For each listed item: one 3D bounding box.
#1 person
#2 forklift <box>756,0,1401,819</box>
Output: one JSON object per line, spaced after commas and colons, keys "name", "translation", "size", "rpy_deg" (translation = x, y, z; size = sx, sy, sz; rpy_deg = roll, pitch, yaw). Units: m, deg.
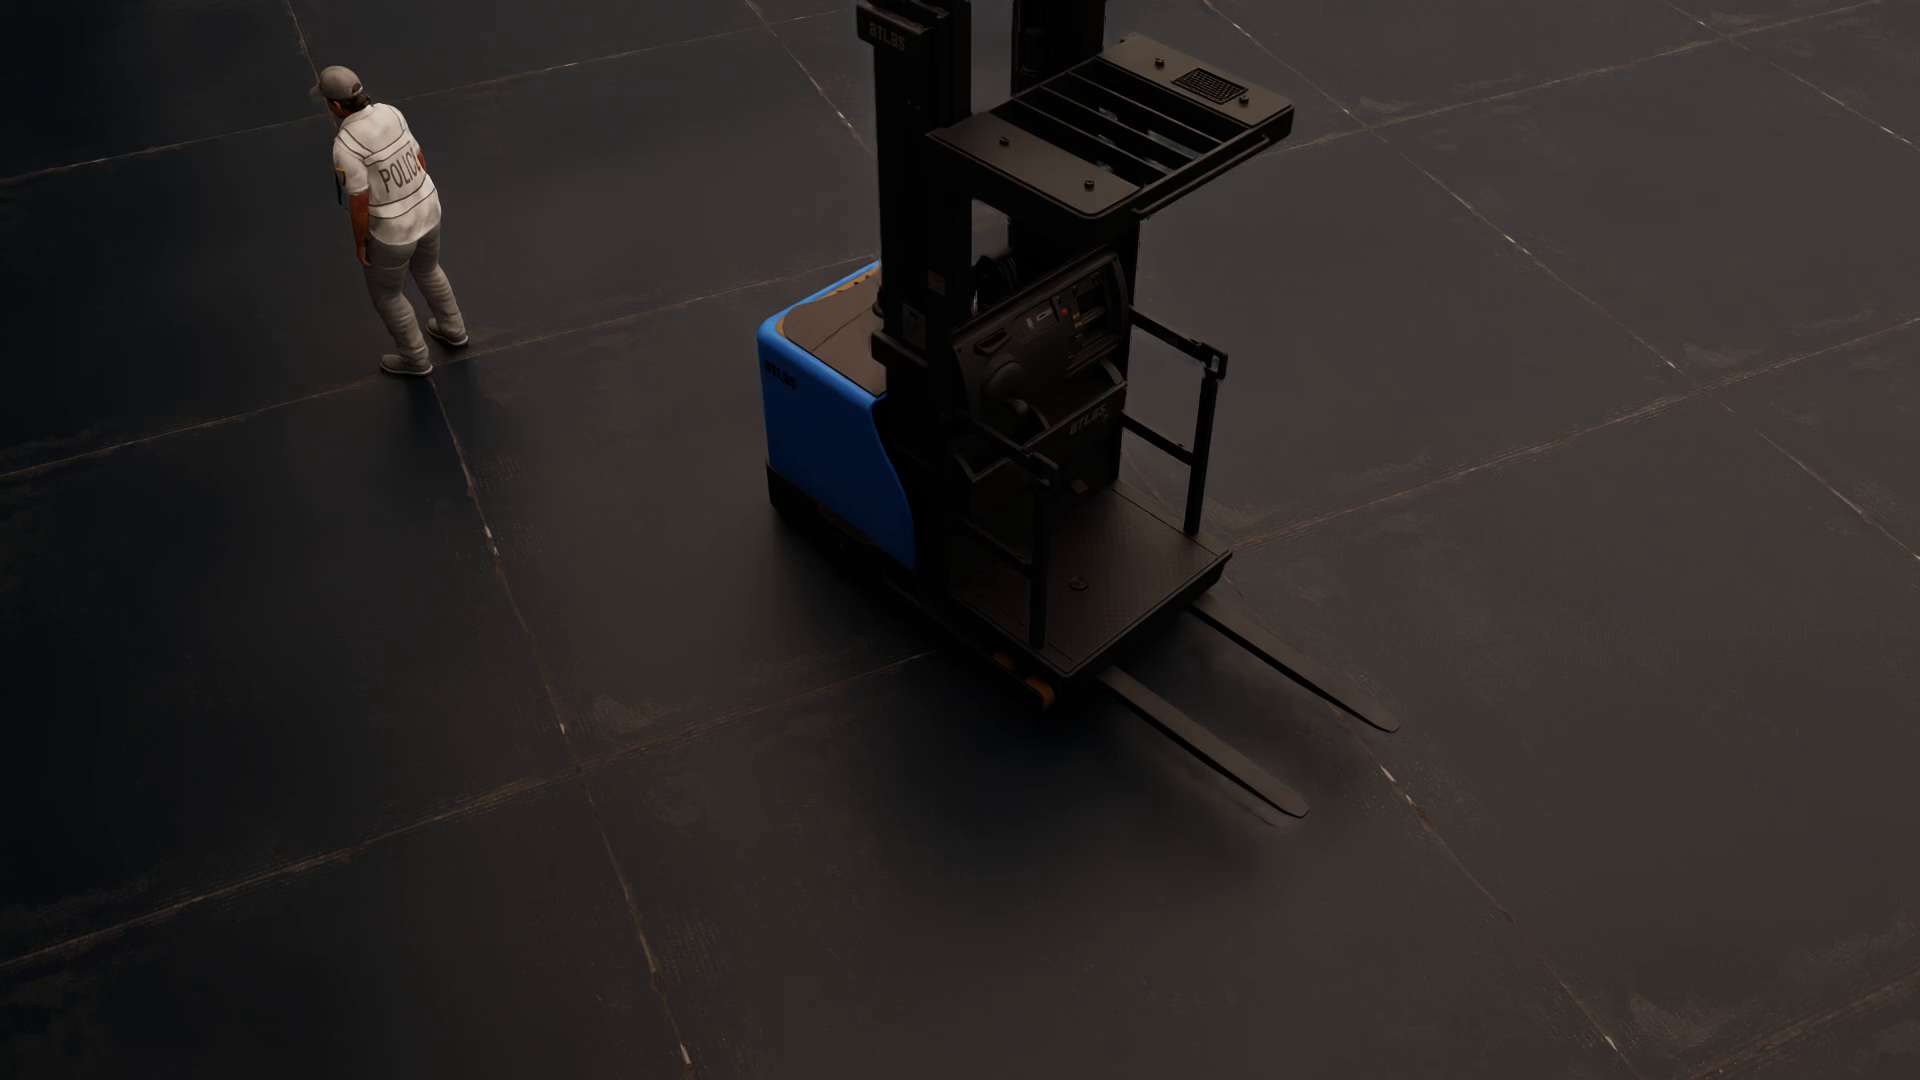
{"name": "person", "translation": [-2.847, -1.594, 8.319], "size": [0.469, 1.665, 0.544], "rpy_deg": [19, 46, 19]}
{"name": "forklift", "translation": [0.481, -0.740, 6.473], "size": [1.130, 2.935, 3.031], "rpy_deg": [-34, 53, -31]}
